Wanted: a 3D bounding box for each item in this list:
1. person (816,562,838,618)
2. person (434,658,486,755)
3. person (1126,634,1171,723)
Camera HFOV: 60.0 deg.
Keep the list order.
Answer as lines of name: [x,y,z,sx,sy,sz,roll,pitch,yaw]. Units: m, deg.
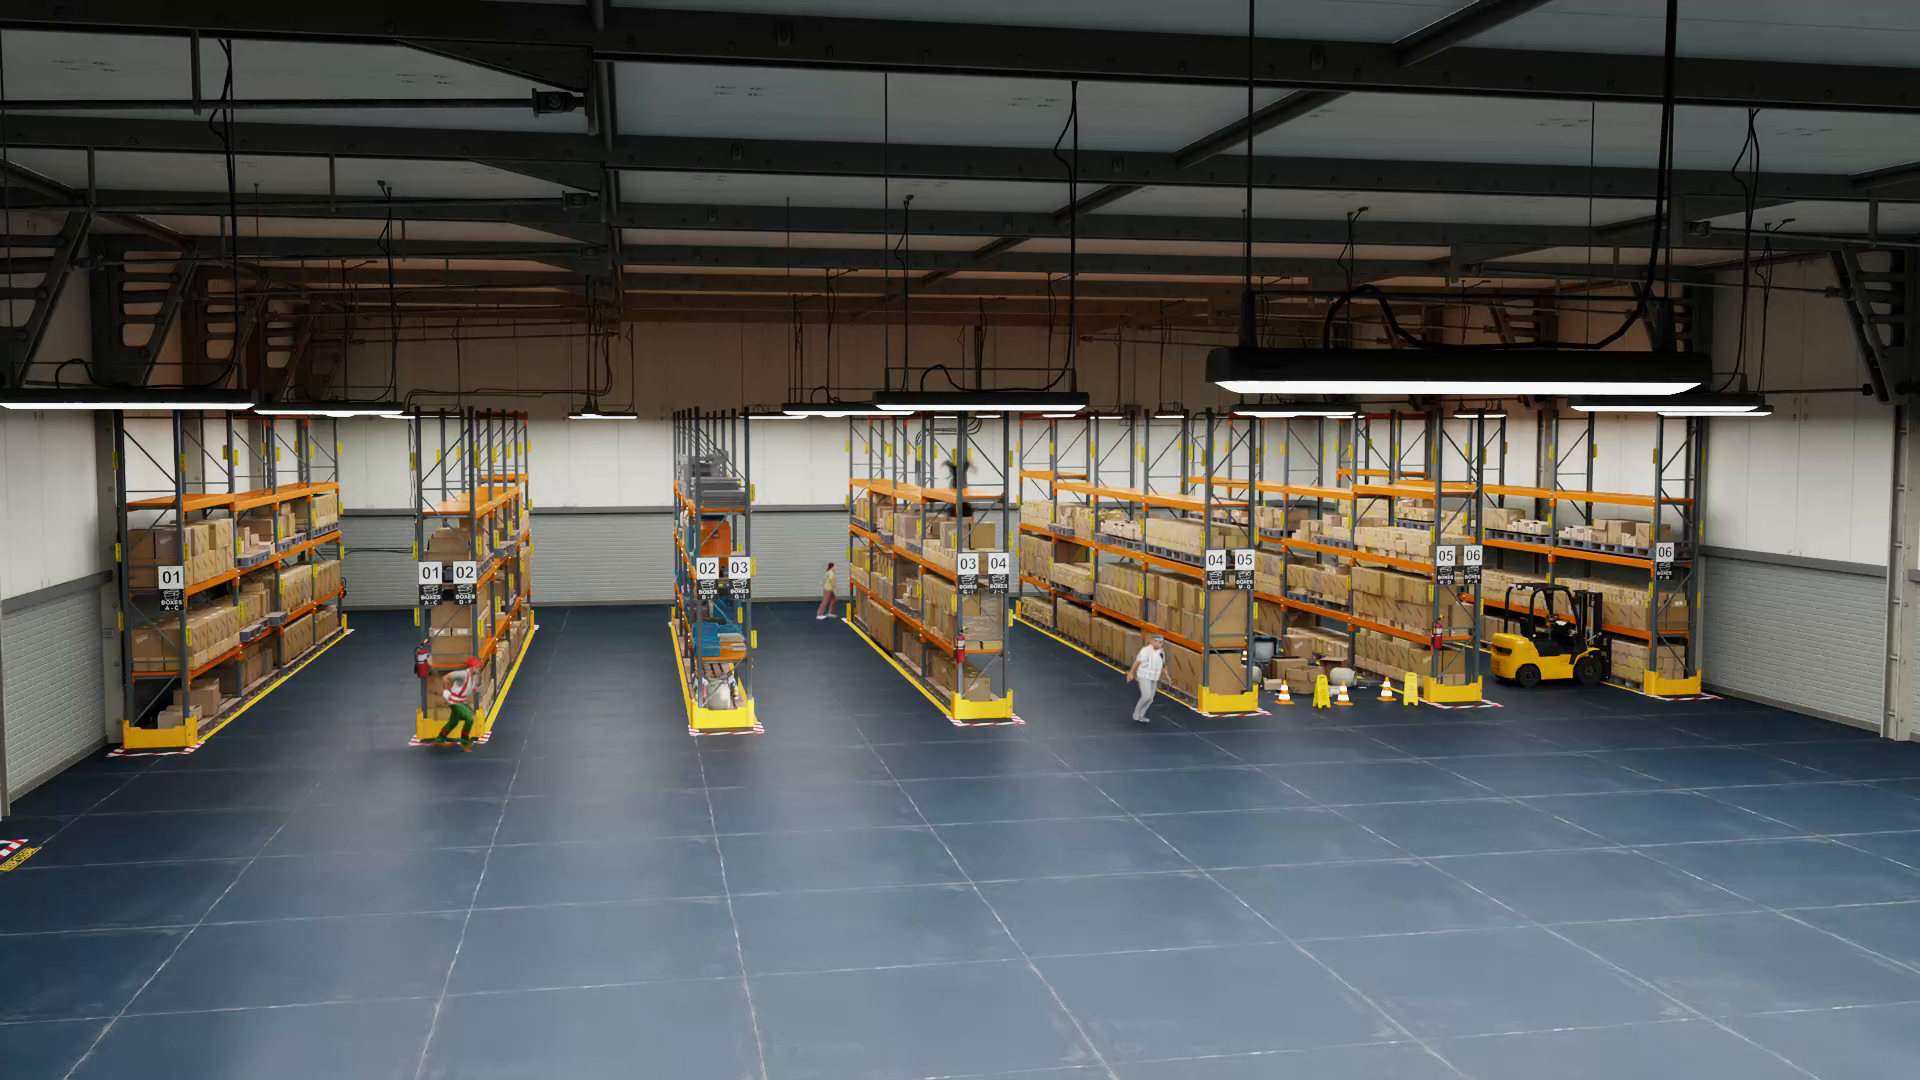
person: [-3.874,1.464,48.443,0.665,1.622,0.562,-1,4,-14]
person: [-8.678,2.872,28.685,1.003,1.716,0.714,1,4,19]
person: [3.606,2.628,31.592,0.674,1.701,0.633,-3,5,-38]
